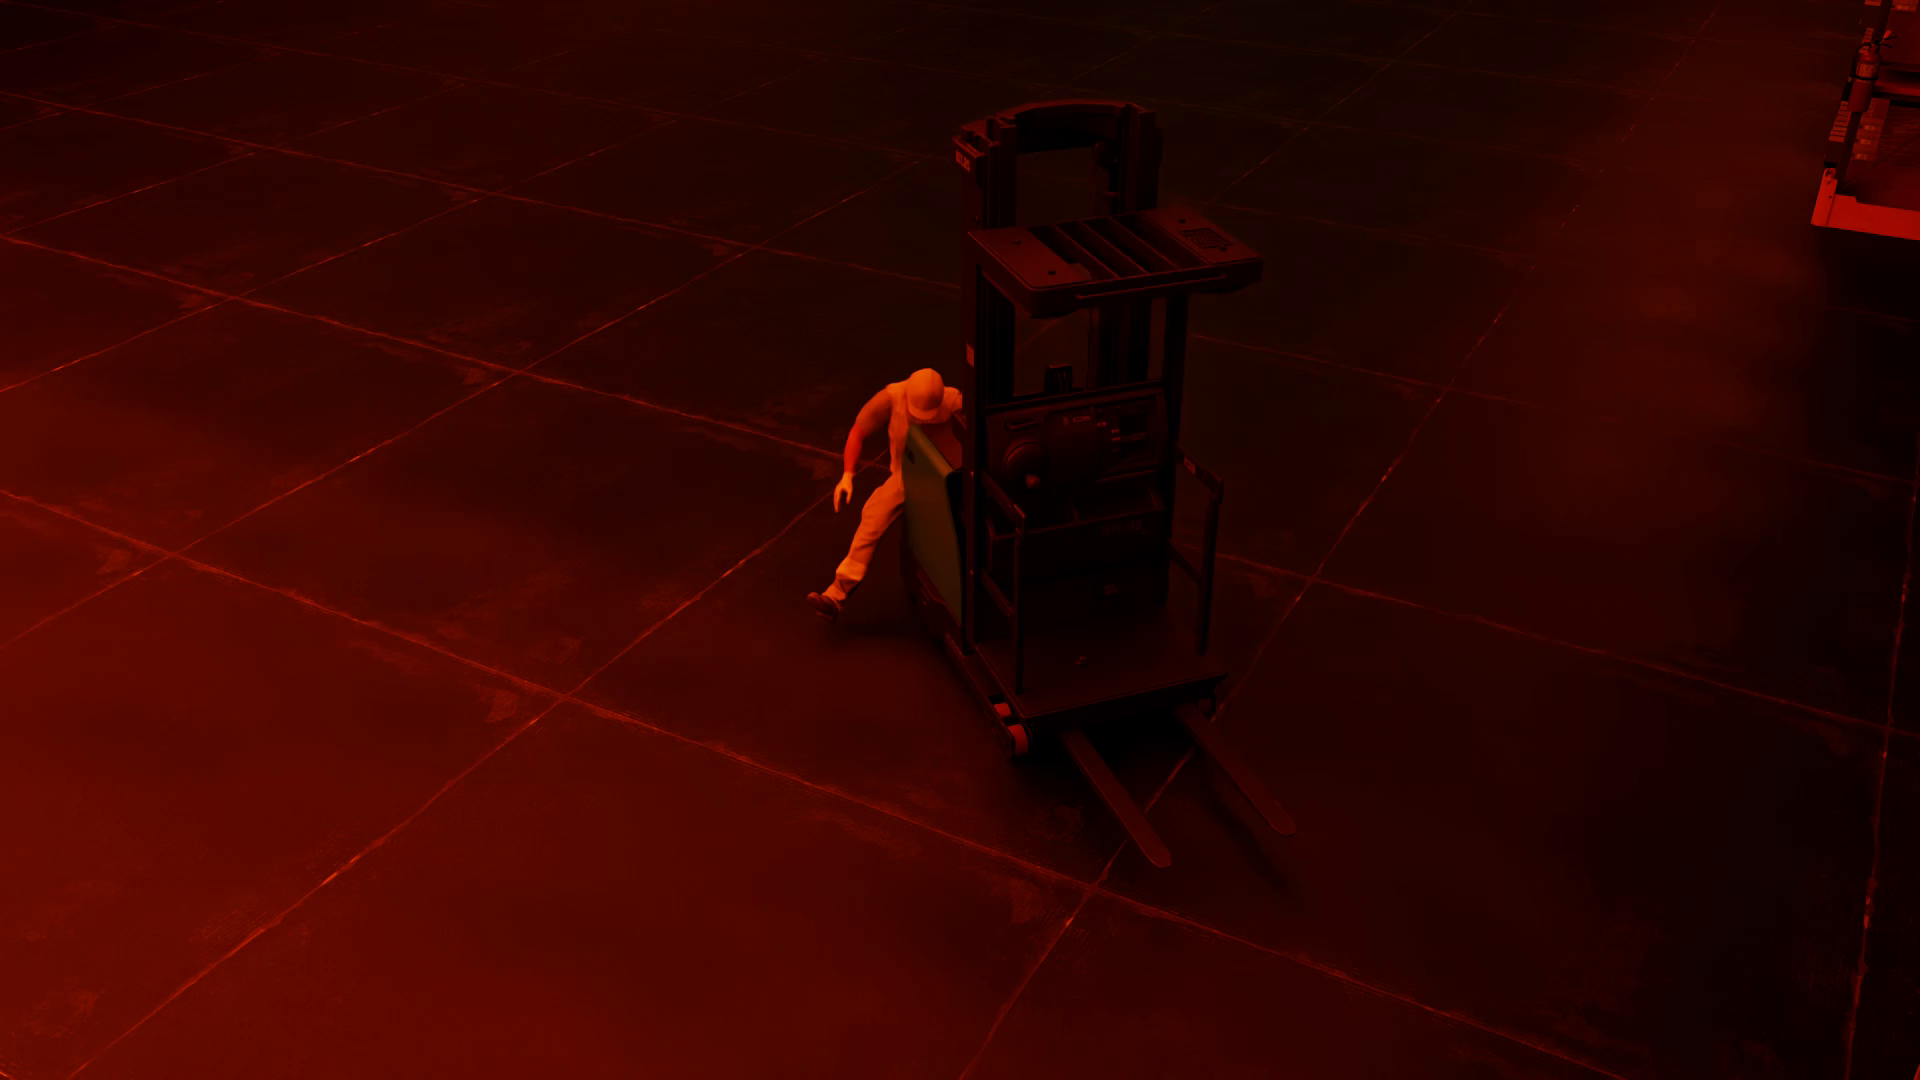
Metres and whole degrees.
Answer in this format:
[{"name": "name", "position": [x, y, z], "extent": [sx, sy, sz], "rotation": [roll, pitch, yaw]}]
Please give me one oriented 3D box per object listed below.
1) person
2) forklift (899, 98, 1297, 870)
[{"name": "person", "position": [-0.175, -0.261, 8.991], "extent": [1.102, 1.421, 1.069], "rotation": [8, 31, 14]}, {"name": "forklift", "position": [0.644, -0.436, 7.825], "extent": [1.130, 2.935, 3.031], "rotation": [-11, 32, -18]}]
